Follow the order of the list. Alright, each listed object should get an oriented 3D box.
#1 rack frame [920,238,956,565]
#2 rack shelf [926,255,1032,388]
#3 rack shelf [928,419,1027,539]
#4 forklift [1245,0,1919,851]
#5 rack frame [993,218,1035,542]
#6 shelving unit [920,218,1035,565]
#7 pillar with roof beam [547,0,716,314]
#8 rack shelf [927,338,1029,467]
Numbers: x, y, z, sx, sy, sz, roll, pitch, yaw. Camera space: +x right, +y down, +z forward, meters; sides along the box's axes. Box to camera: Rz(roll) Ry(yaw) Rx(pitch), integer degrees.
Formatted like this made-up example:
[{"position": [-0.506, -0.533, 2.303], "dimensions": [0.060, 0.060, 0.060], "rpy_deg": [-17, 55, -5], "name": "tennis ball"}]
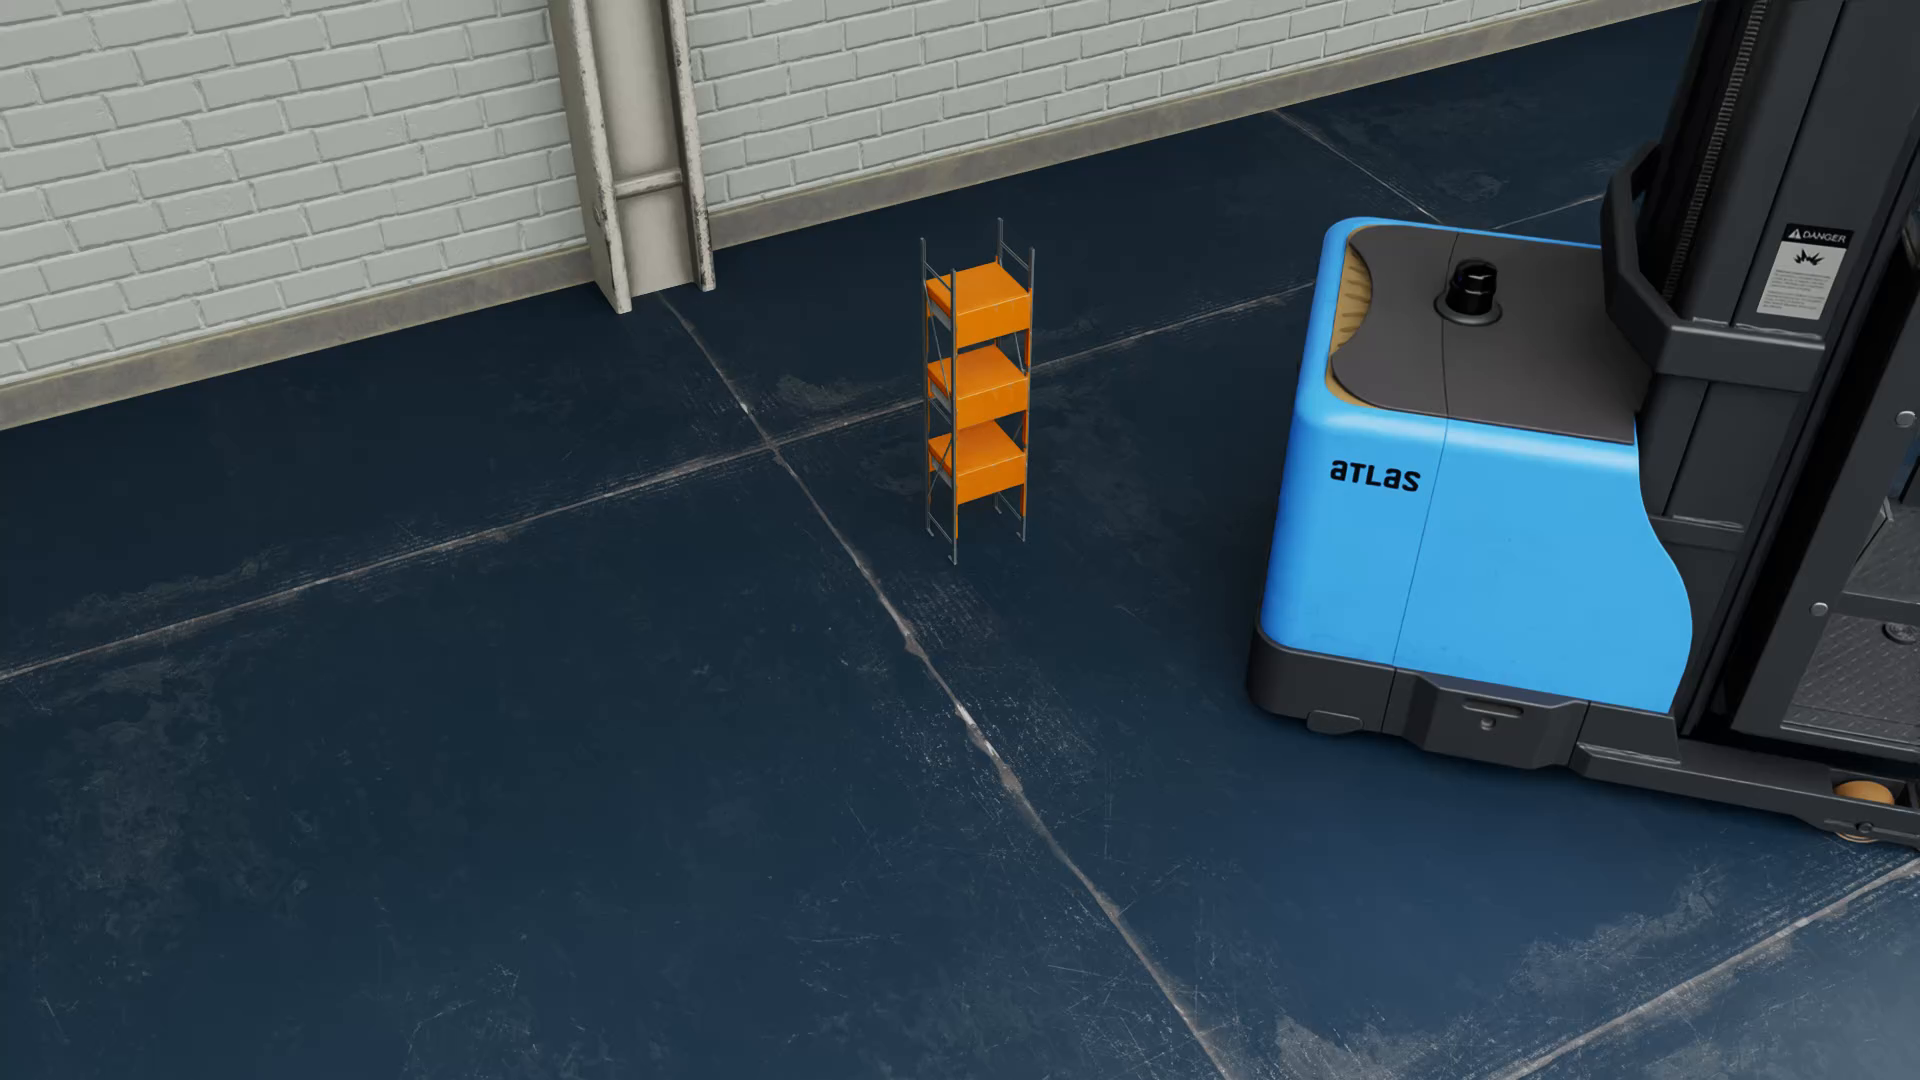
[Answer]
[{"position": [-0.061, -0.380, 4.887], "dimensions": [0.008, 1.050, 0.200], "rpy_deg": [-19, 44, -21], "name": "rack frame"}, {"position": [0.047, -0.625, 4.753], "dimensions": [0.240, 0.259, 0.215], "rpy_deg": [-19, 44, -21], "name": "rack shelf"}, {"position": [0.047, -0.196, 5.116], "dimensions": [0.240, 0.259, 0.215], "rpy_deg": [-19, 44, -21], "name": "rack shelf"}, {"position": [2.373, -0.684, 3.789], "dimensions": [3.031, 2.935, 1.130], "rpy_deg": [9, 41, 11], "name": "forklift"}, {"position": [0.156, -0.453, 4.973], "dimensions": [0.008, 1.050, 0.200], "rpy_deg": [-19, 44, -21], "name": "rack frame"}, {"position": [0.047, -0.417, 4.930], "dimensions": [0.252, 1.050, 0.215], "rpy_deg": [-19, 44, -21], "name": "shelving unit"}, {"position": [0.807, -1.965, 0.606], "dimensions": [0.400, 9.000, 9.100], "rpy_deg": [-19, 44, -21], "name": "pillar with roof beam"}, {"position": [0.047, -0.409, 4.936], "dimensions": [0.240, 0.259, 0.215], "rpy_deg": [-19, 44, -21], "name": "rack shelf"}]
